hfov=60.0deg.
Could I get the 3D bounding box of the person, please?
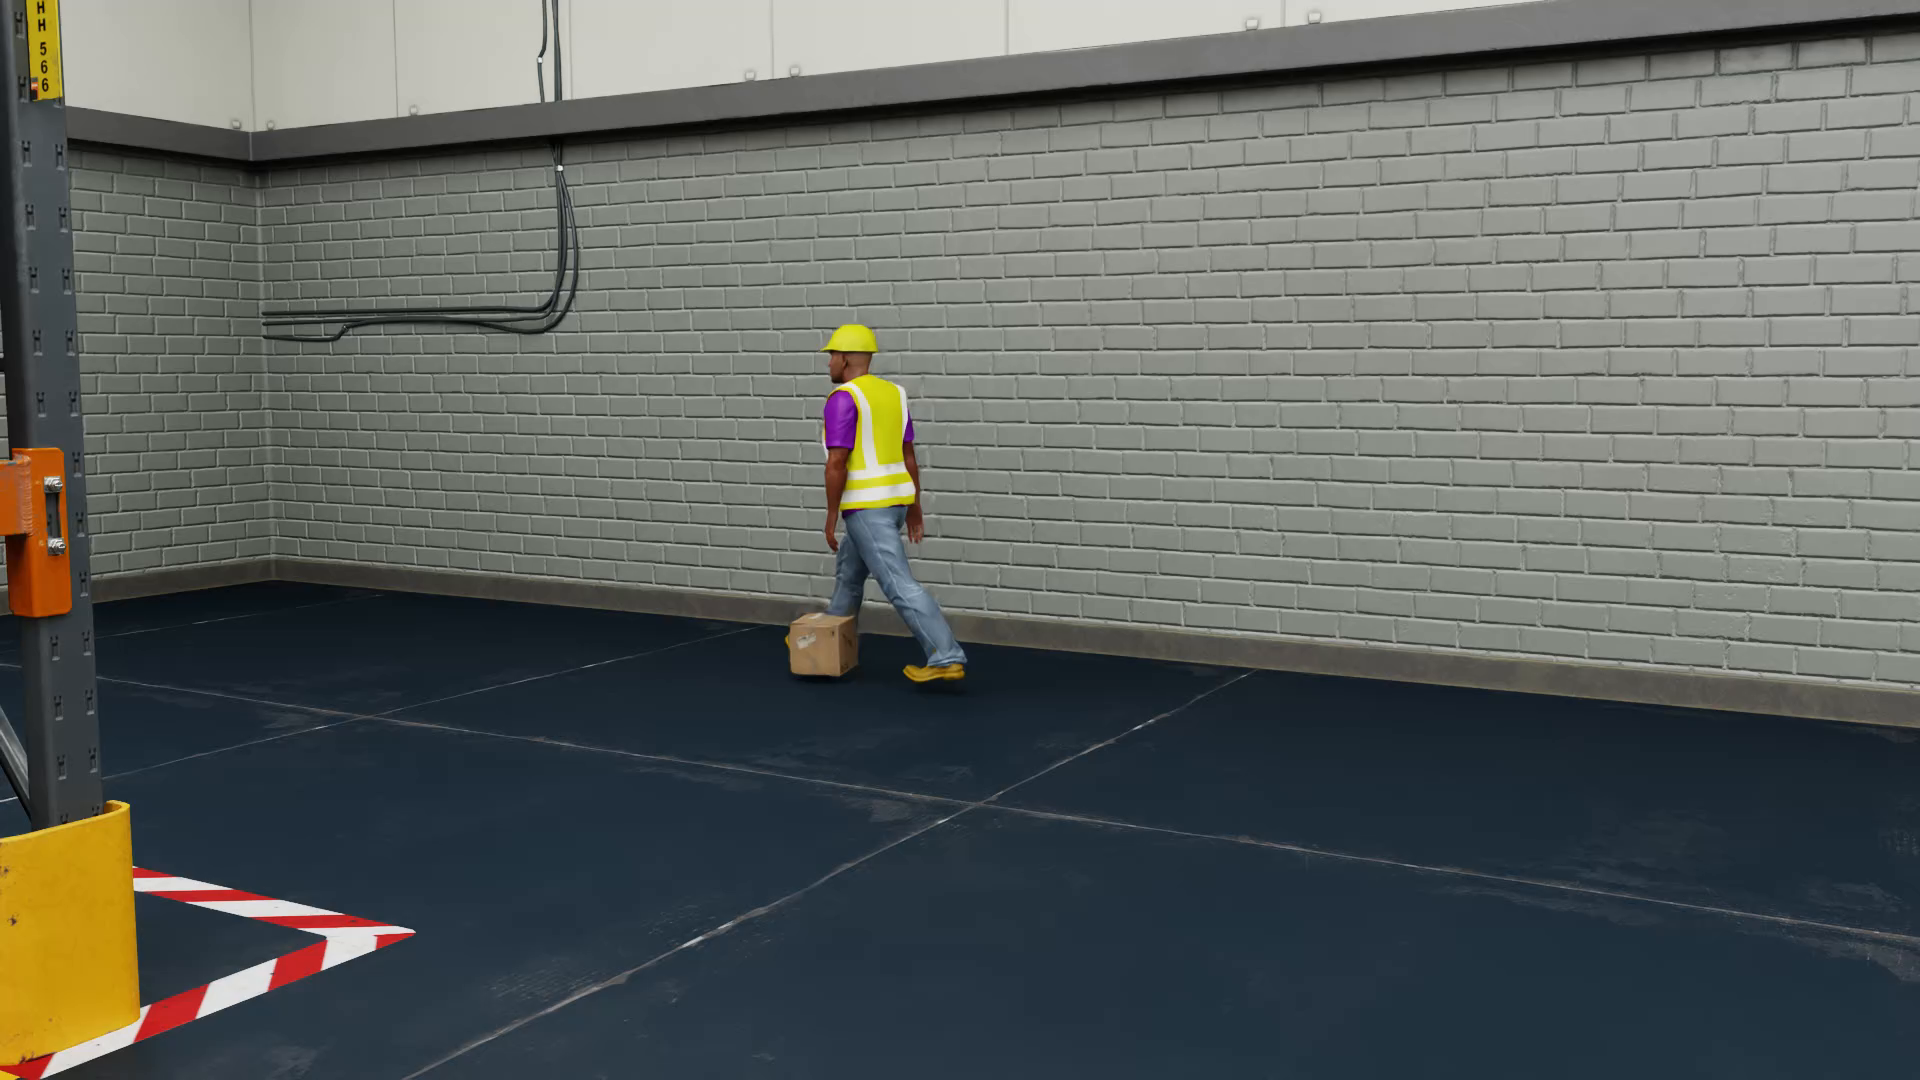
[{"bbox_3d":[-0.450,-0.168,7.881,1.134,1.697,0.570,3,7,28],"label":"person"}]
